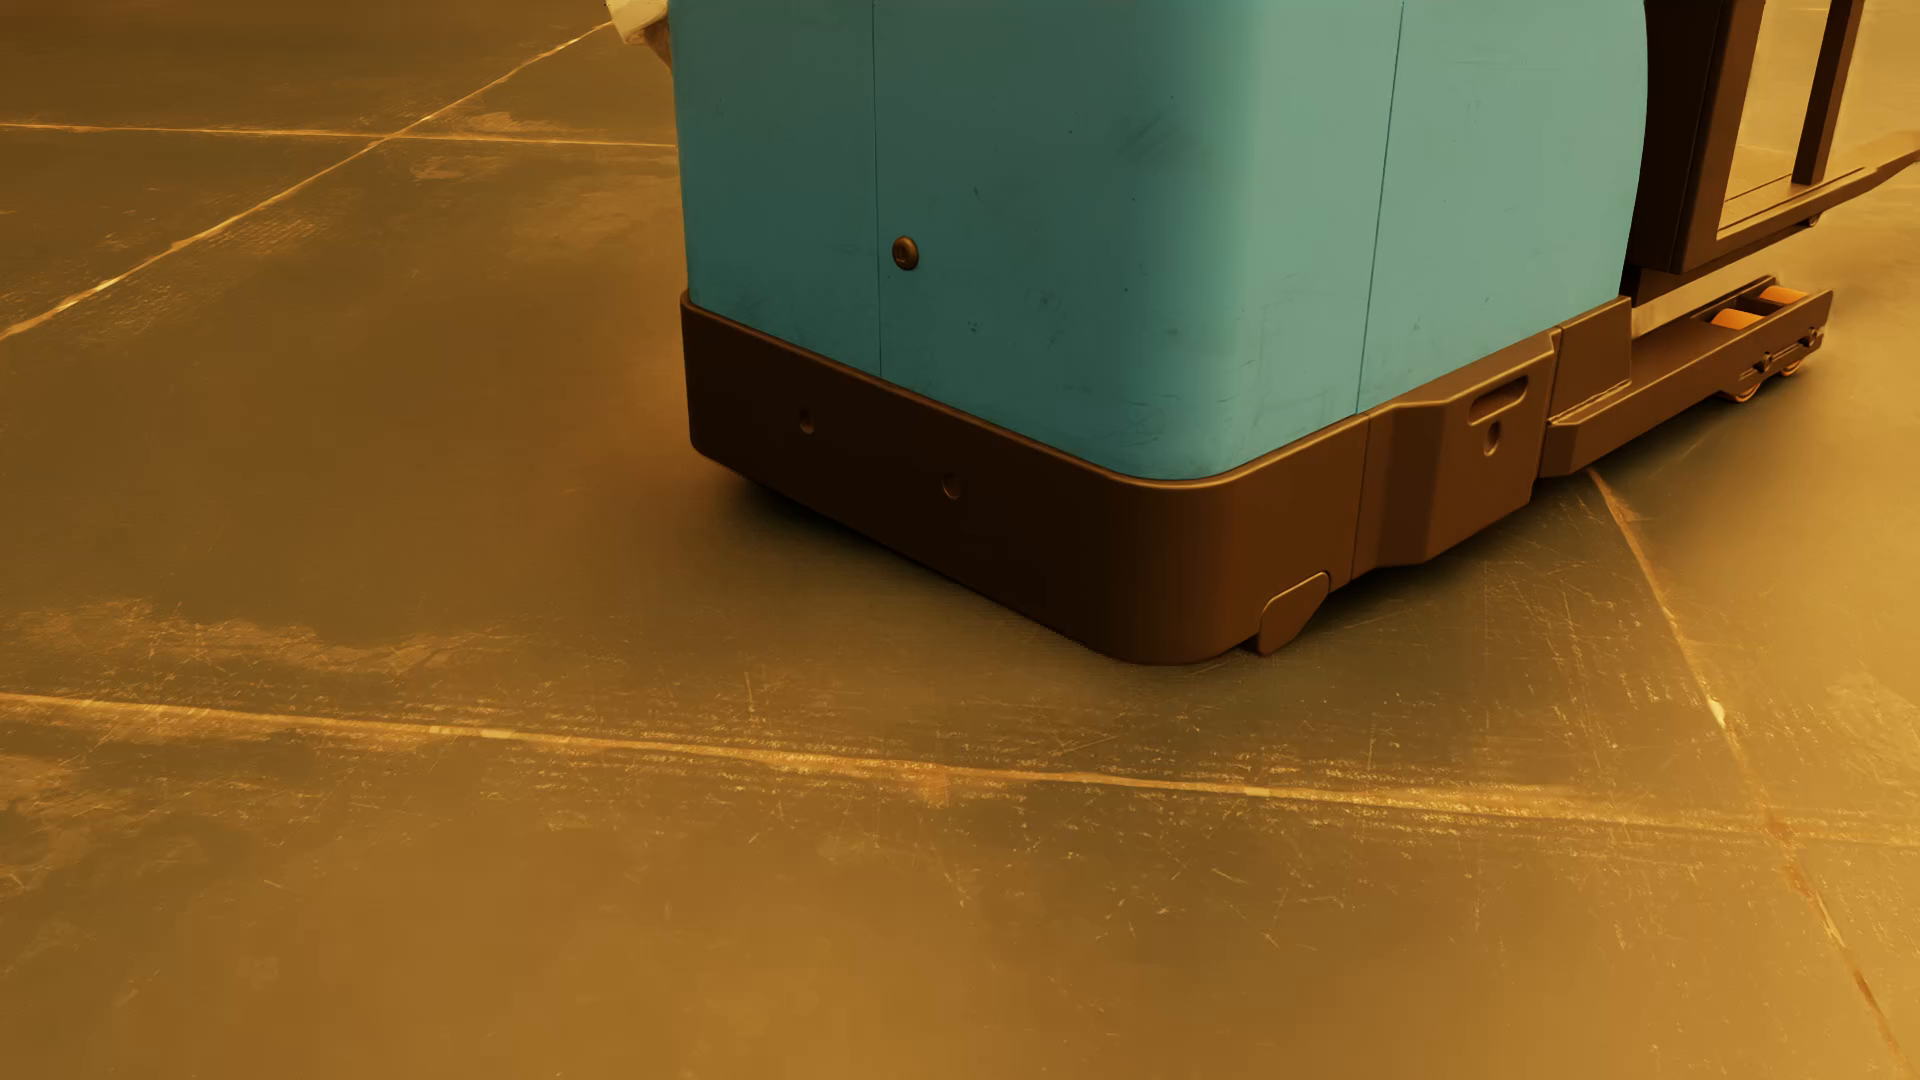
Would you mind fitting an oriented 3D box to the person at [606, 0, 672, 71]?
[{"bbox_3d":[-0.170,-0.980,2.764,0.882,1.540,0.923,5,27,10],"label":"person"}]

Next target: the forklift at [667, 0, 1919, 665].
[{"bbox_3d":[0.985,-1.709,2.642,3.031,2.935,1.130,-23,34,-38],"label":"forklift"}]
